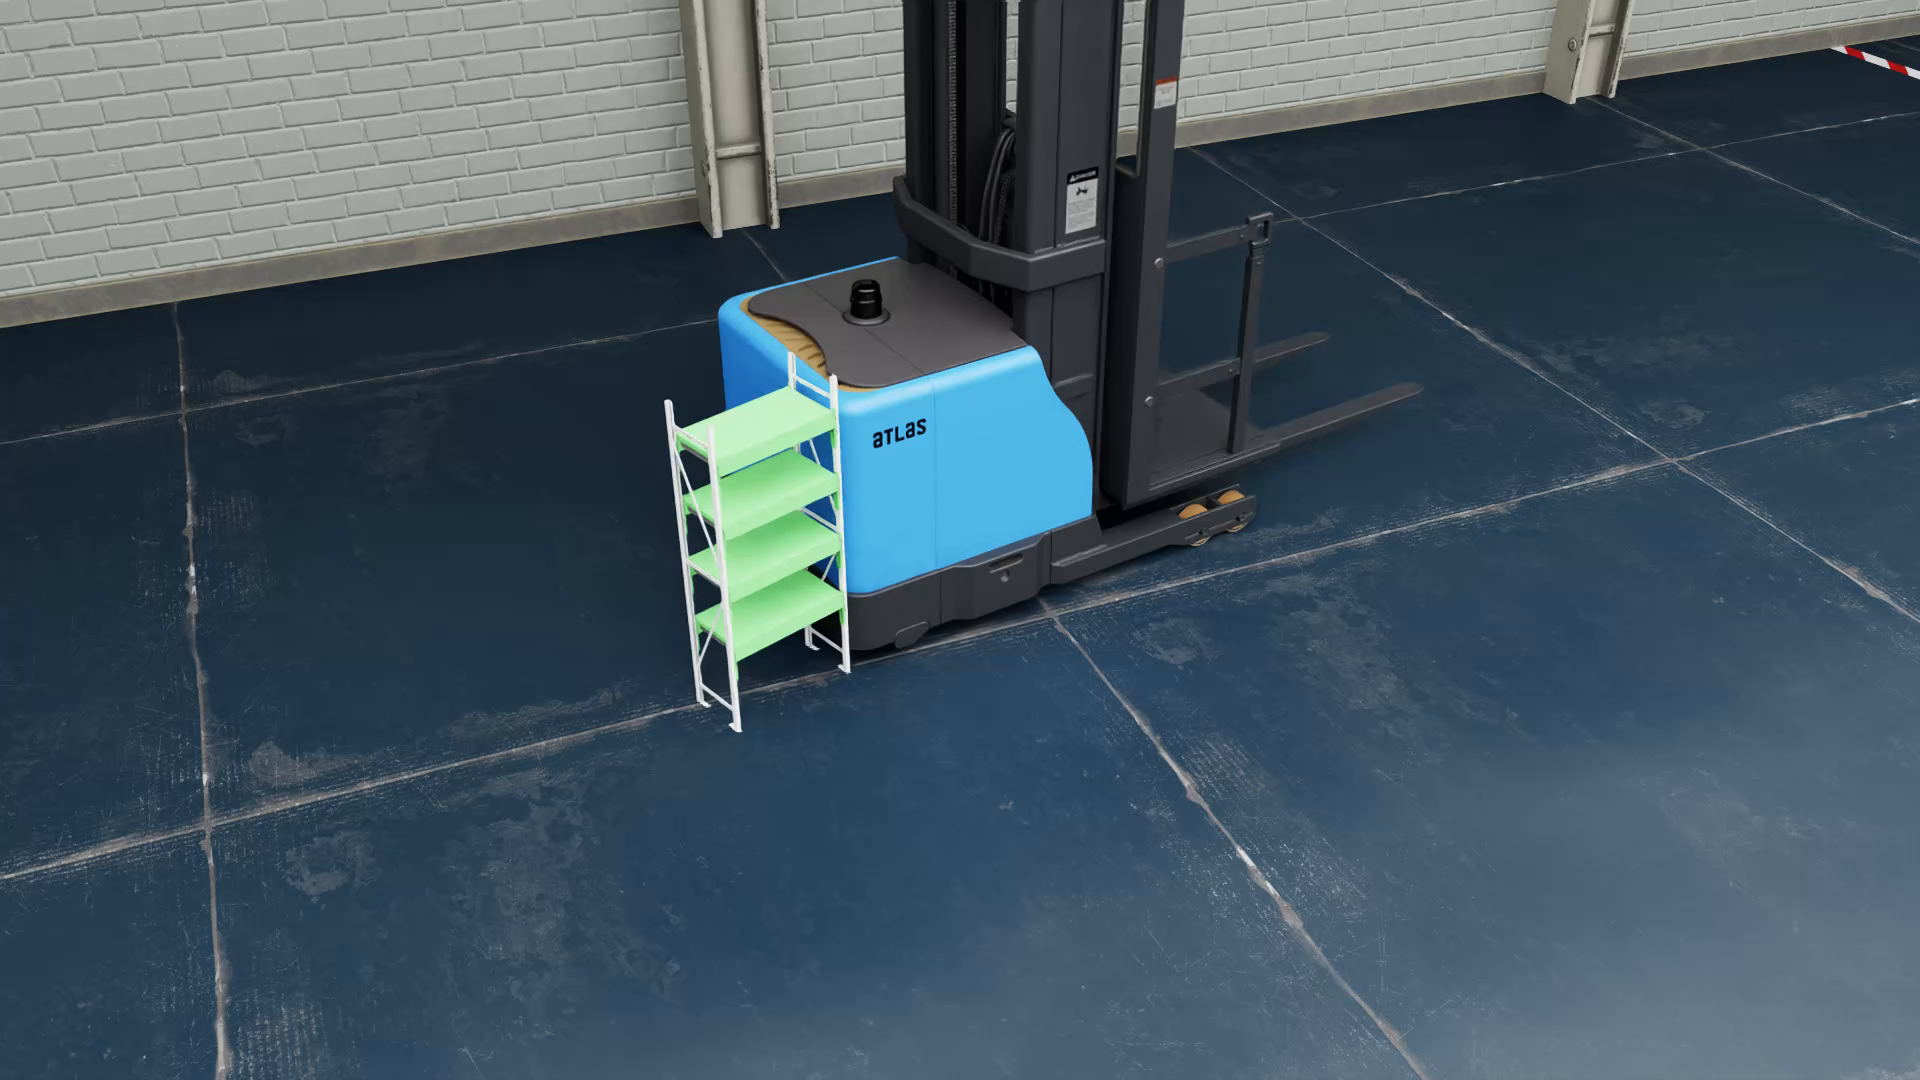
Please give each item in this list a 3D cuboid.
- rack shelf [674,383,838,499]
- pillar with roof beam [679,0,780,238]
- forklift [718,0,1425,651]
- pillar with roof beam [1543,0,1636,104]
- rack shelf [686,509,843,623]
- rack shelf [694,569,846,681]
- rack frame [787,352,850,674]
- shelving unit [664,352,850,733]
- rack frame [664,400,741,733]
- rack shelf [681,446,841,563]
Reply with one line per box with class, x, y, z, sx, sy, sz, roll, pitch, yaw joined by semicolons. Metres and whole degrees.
rack shelf;-0.663;-0.327;5.390;0.480;0.148;0.258;-27;42;-35
pillar with roof beam;0.399;-3.425;3.762;0.400;9.000;9.100;-13;35;-19
forklift;0.609;-1.429;6.259;3.031;2.935;1.130;-19;38;-27
pillar with roof beam;5.932;-4.691;5.709;0.400;9.000;9.100;-13;35;-19
rack shelf;-0.663;0.075;5.652;0.480;0.148;0.258;-27;42;-35
rack shelf;-0.663;0.276;5.783;0.480;0.148;0.258;-27;42;-35
rack frame;-0.484;-0.069;5.756;0.015;1.200;0.240;-27;42;-35
shelving unit;-0.663;0.021;5.617;0.503;1.200;0.258;-27;42;-35
rack frame;-0.841;0.112;5.477;0.015;1.200;0.240;-27;42;-35
rack shelf;-0.663;-0.126;5.521;0.480;0.148;0.258;-27;42;-35
